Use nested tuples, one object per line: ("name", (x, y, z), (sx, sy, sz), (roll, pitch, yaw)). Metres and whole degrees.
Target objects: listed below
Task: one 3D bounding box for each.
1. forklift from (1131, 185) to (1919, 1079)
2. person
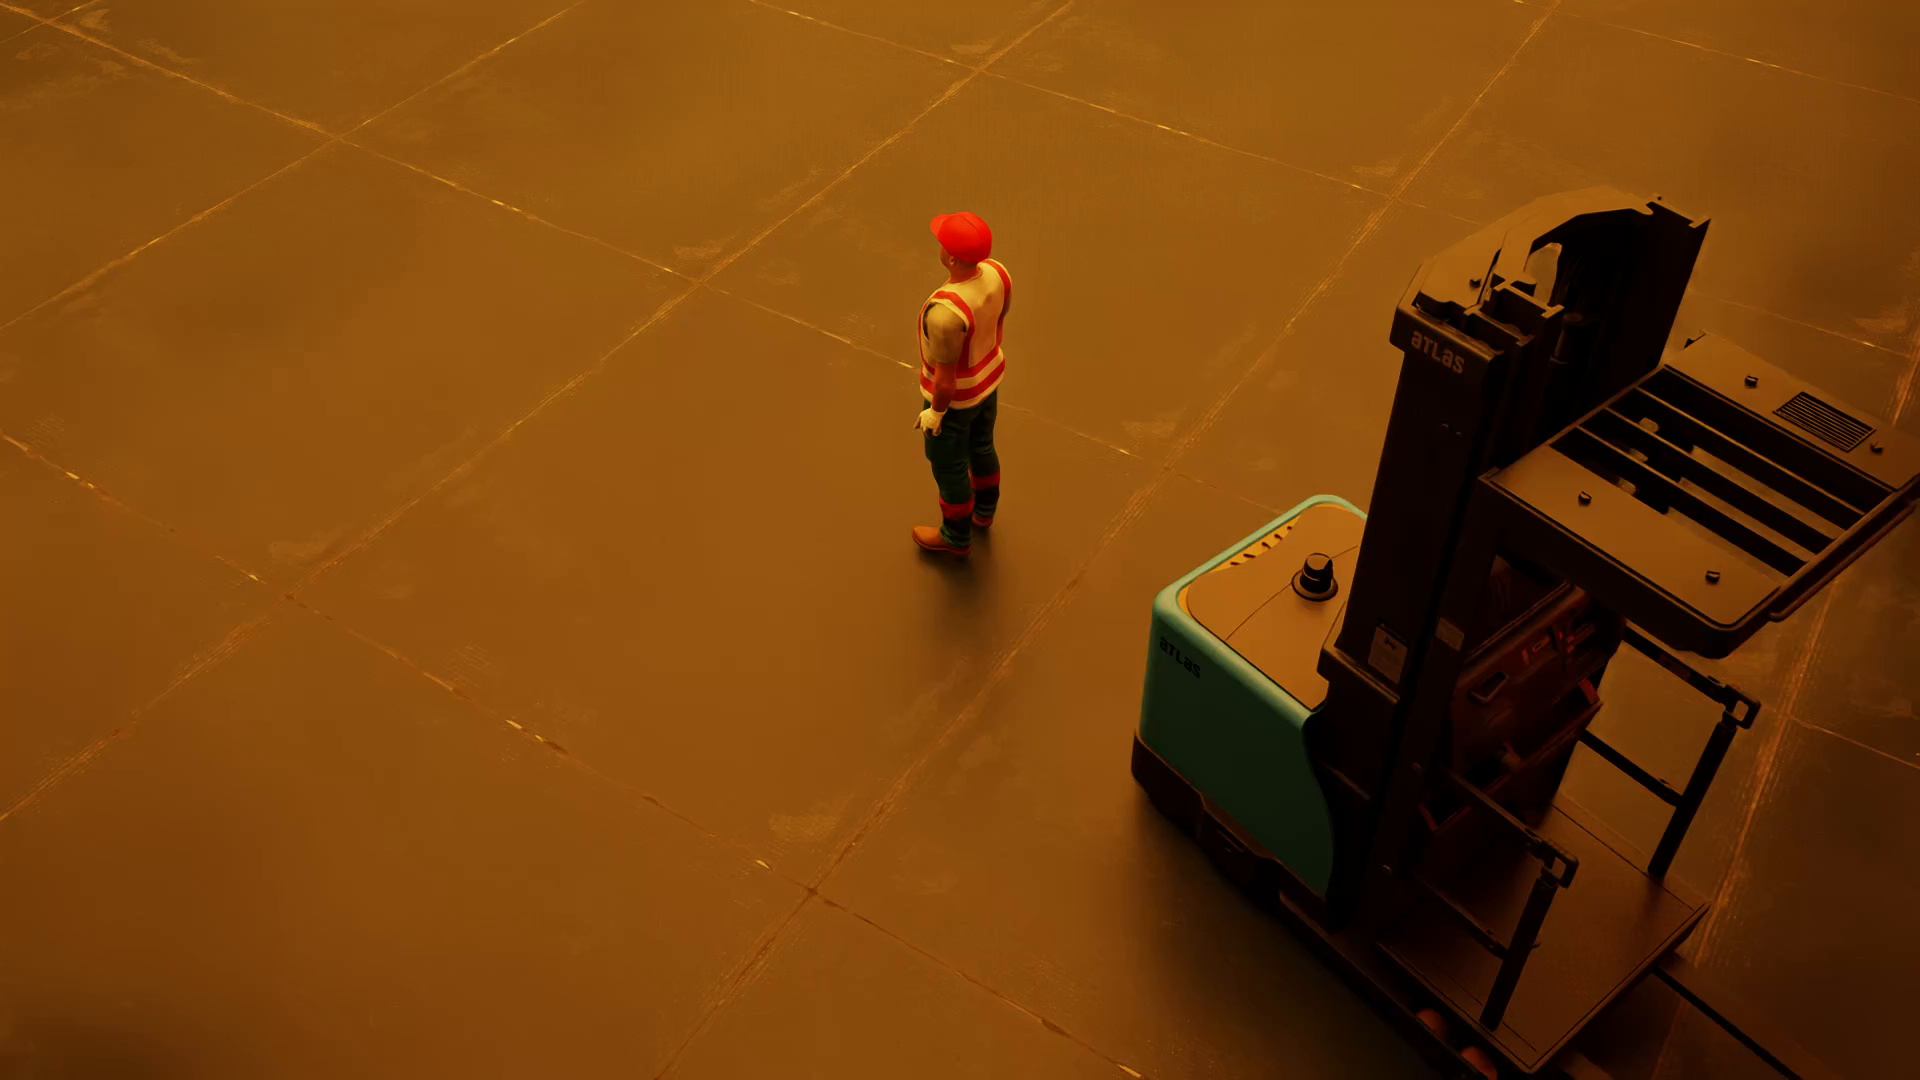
("forklift", (2.028, 0.502, 5.320), (1.130, 2.935, 3.031), (-29, 51, -27))
("person", (-0.015, -0.676, 7.333), (0.370, 1.795, 0.536), (24, 48, 23))
